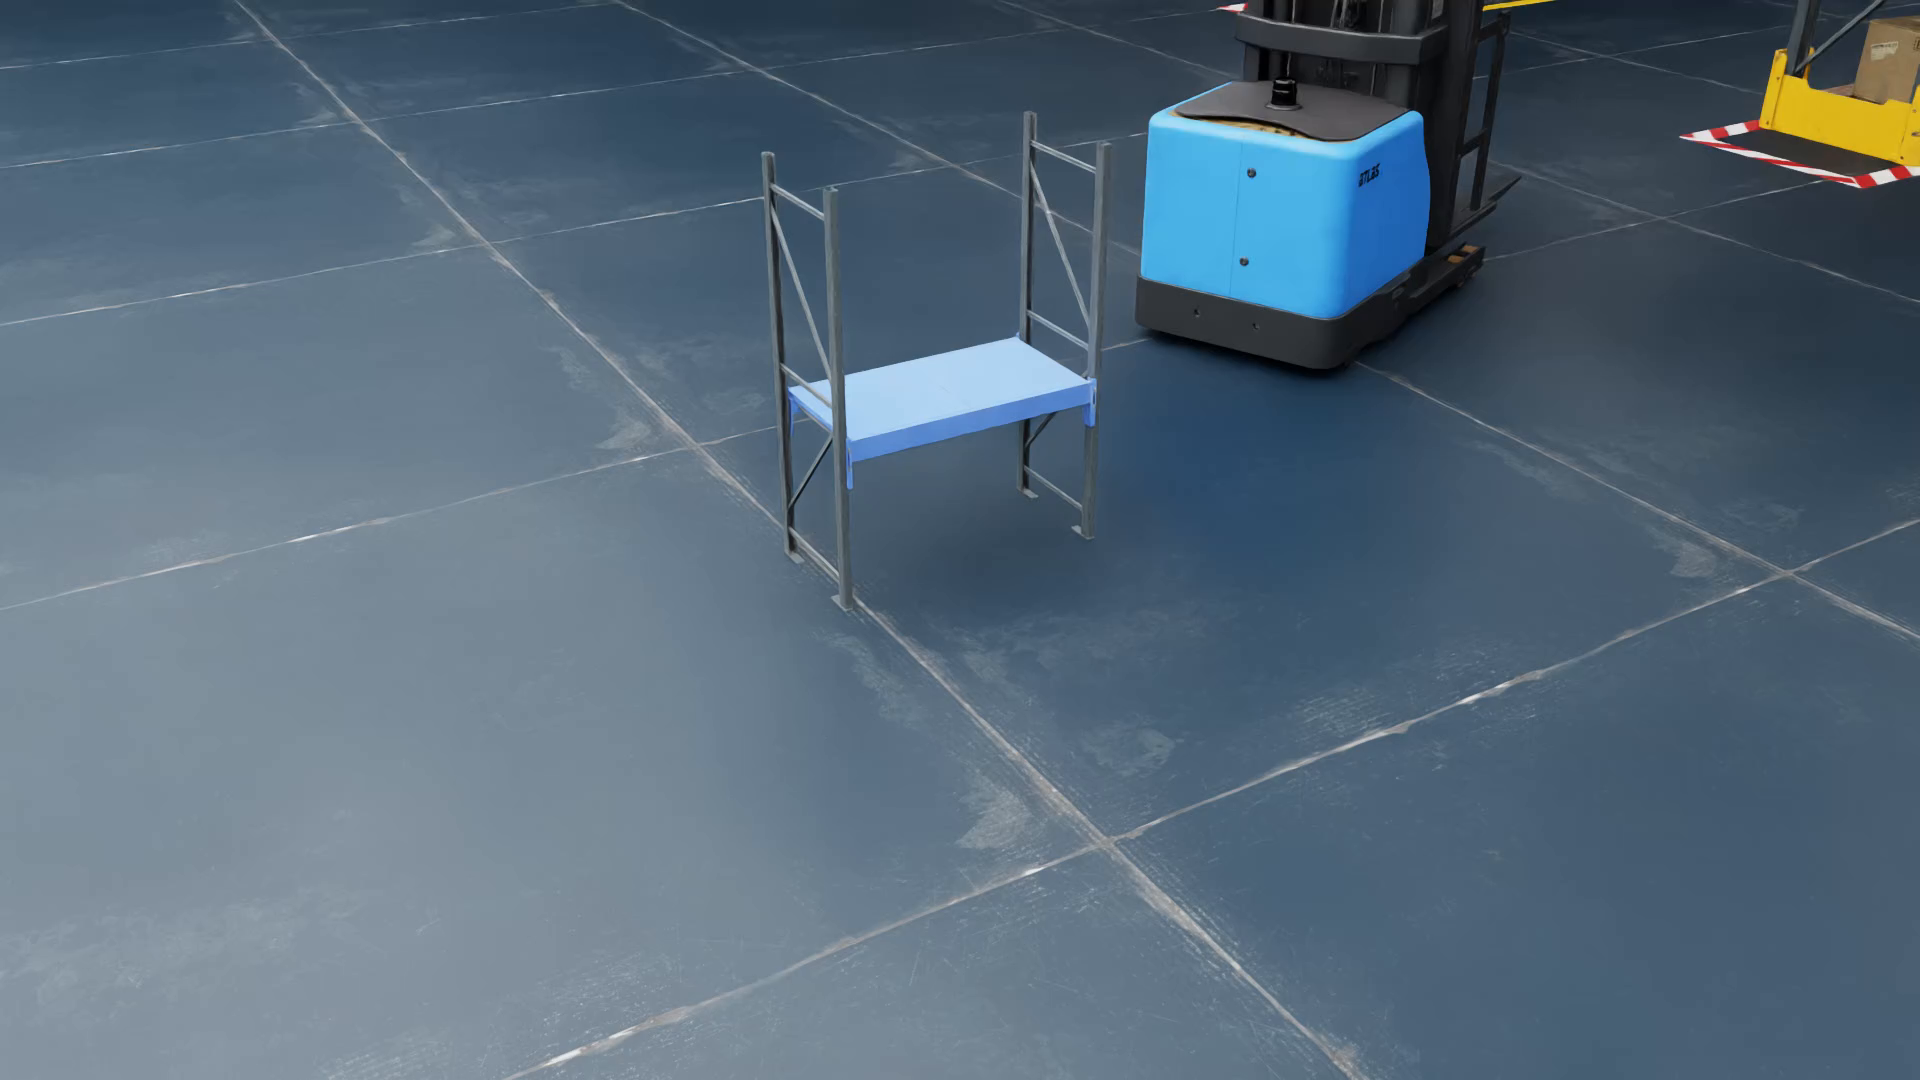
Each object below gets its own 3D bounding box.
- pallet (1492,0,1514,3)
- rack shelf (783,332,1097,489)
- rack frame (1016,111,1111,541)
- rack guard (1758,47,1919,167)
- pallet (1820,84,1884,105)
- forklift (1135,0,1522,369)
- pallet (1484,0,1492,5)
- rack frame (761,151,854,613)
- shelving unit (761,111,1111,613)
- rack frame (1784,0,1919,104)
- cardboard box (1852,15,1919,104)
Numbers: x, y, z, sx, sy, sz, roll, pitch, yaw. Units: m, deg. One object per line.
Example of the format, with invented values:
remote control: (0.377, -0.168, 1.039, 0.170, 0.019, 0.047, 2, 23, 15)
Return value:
pallet: (5.107, -5.307, 15.648, 1.213, 0.211, 1.003, -16, 33, -26)
rack shelf: (-0.074, -0.478, 5.937, 1.000, 0.185, 0.538, -16, 33, -26)
rack frame: (0.365, -0.760, 6.075, 0.032, 1.500, 0.500, -16, 33, -26)
rack guard: (5.887, -2.857, 10.910, 0.348, 0.500, 1.175, -16, 33, -26)
pallet: (6.605, -2.915, 11.314, 1.213, 0.211, 1.003, -16, 33, -26)
forklift: (2.107, -2.712, 8.131, 1.130, 2.935, 3.031, 19, 34, 31)
pallet: (4.057, -5.011, 15.111, 1.213, 0.211, 1.003, -16, 33, -26)
rack frame: (-0.512, -0.511, 5.624, 0.032, 1.500, 0.500, -16, 33, -26)
shelving unit: (-0.074, -0.636, 5.850, 1.048, 1.500, 0.538, -16, 33, -26)
rack frame: (5.821, -3.933, 10.273, 0.127, 3.000, 1.000, -16, 33, -26)
cardboard box: (6.368, -3.169, 11.040, 0.500, 0.500, 0.500, -10, 30, -17)
